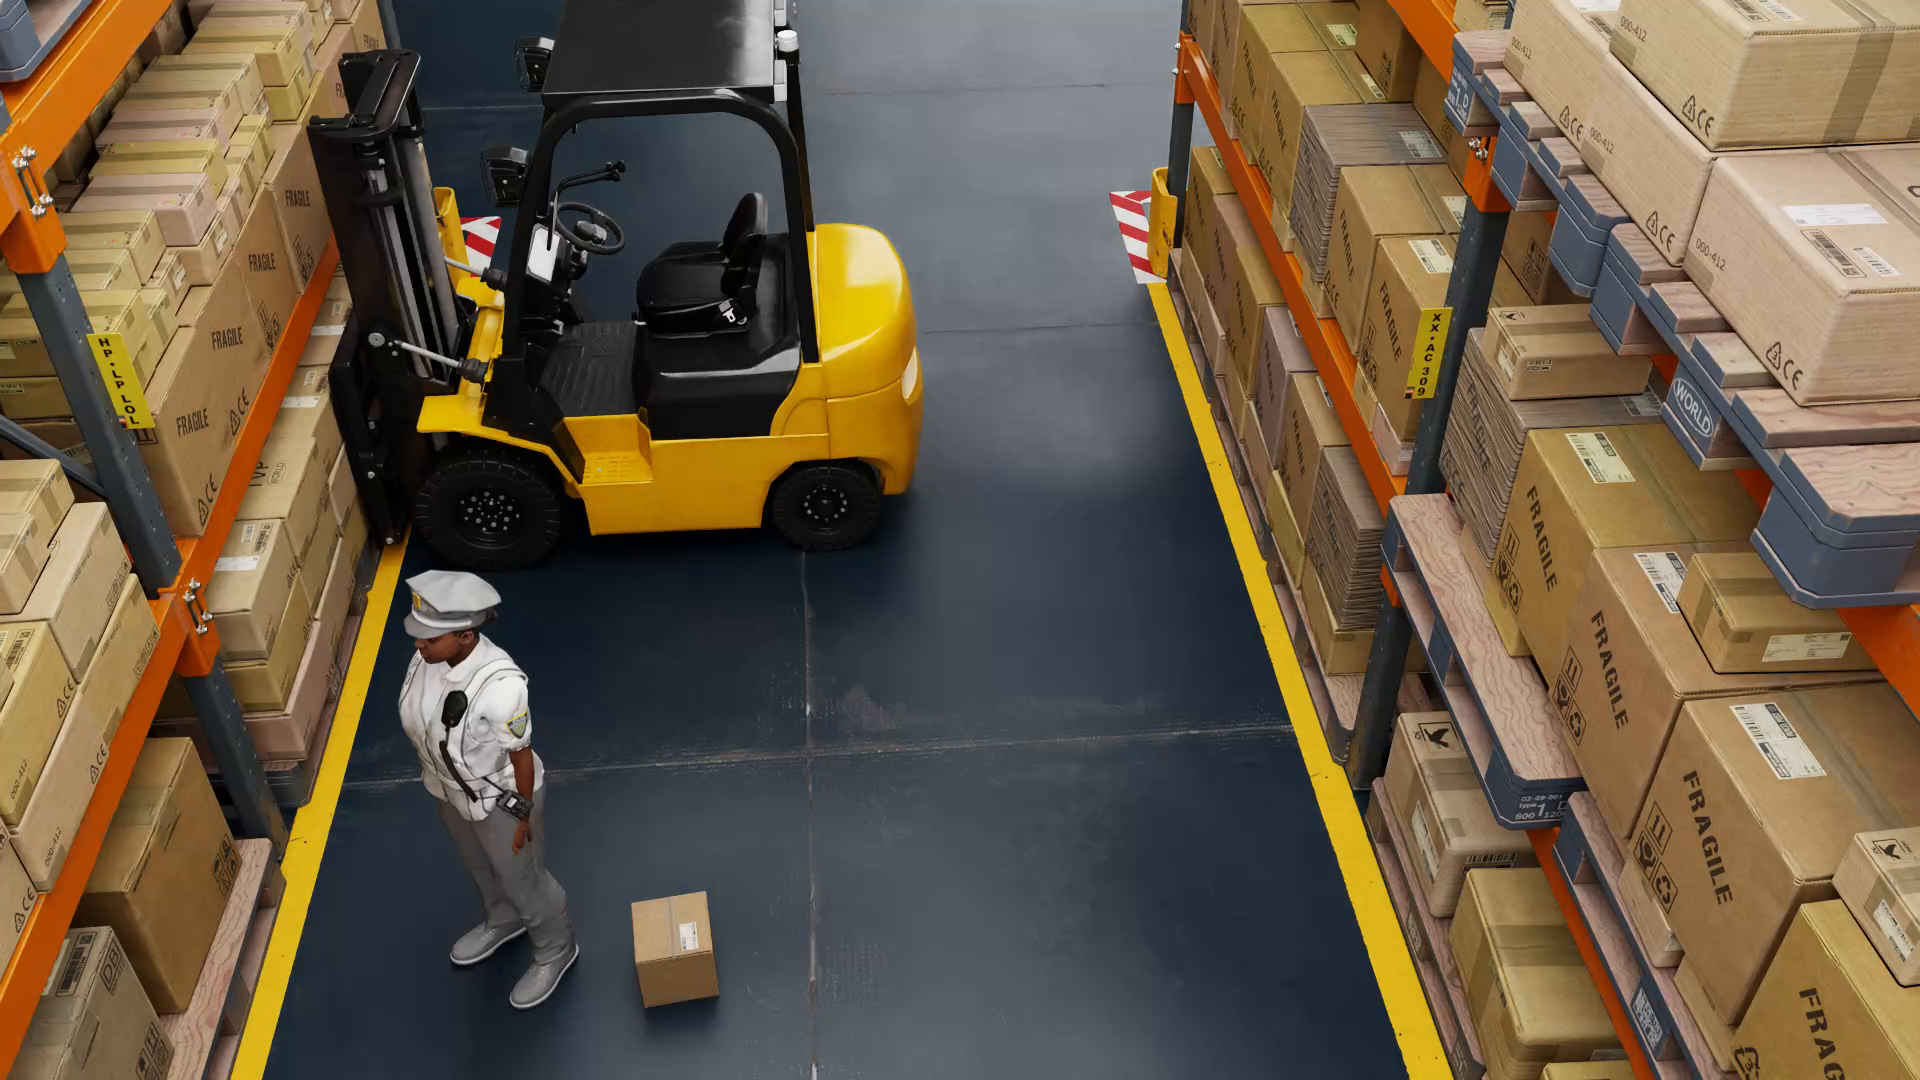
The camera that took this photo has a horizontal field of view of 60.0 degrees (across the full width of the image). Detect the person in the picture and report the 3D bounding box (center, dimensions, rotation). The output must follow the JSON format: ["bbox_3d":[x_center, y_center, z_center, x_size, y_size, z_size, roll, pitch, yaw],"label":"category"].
[{"bbox_3d":[-1.490,0.779,5.183,0.435,1.693,0.361,27,47,29],"label":"person"}]
